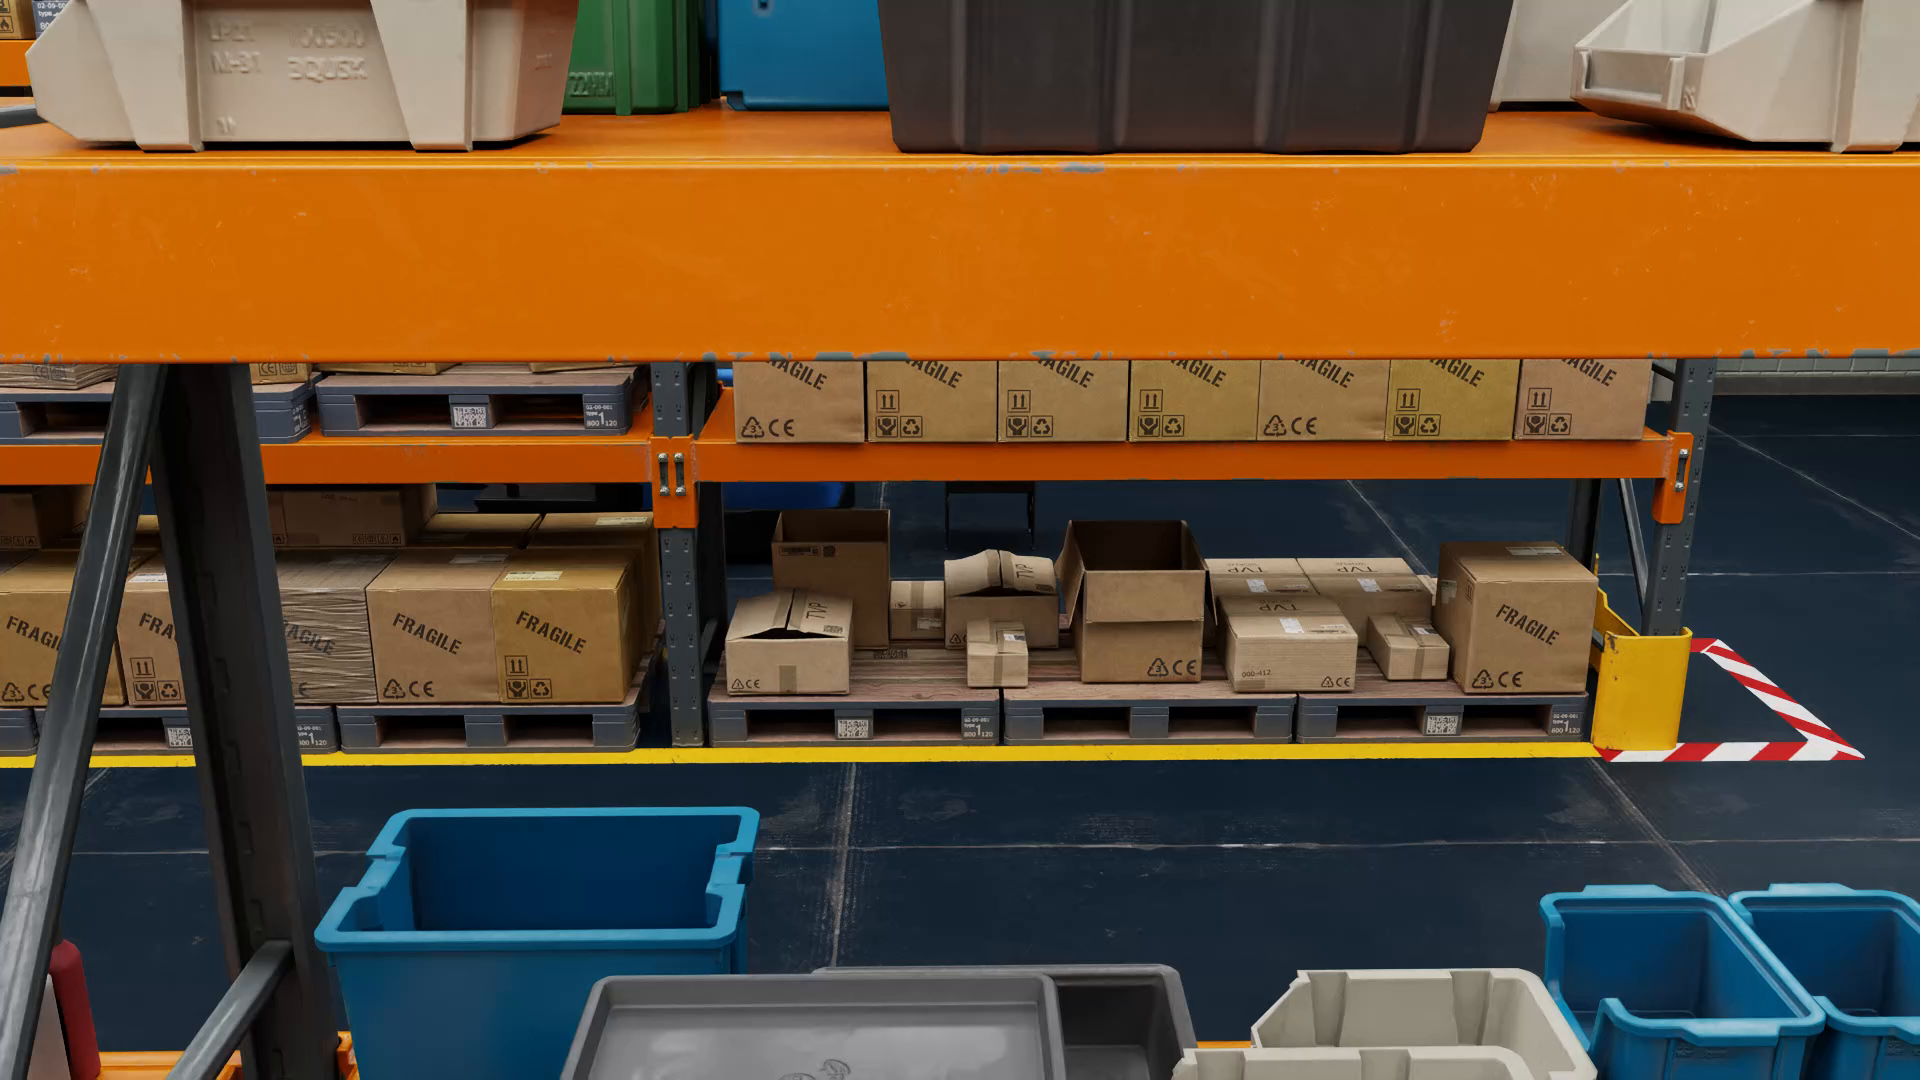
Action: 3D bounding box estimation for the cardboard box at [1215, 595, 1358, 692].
[{"bbox_3d":[1.376,0.433,7.069,0.500,0.250,0.500,0,18,-1],"label":"cardboard box"}]

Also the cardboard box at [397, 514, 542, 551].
[{"bbox_3d":[-2.154,0.194,7.405,0.500,0.500,0.500,0,18,0],"label":"cardboard box"}]

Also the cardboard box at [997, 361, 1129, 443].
[{"bbox_3d":[0.393,-0.693,6.633,0.500,0.500,0.500,0,18,-1],"label":"cardboard box"}]

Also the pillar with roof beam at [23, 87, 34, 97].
[{"bbox_3d":[-6.460,-4.014,7.329,0.400,9.000,9.100,0,18,-1],"label":"pillar with roof beam"}]

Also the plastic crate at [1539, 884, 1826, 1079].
[{"bbox_3d":[1.072,0.732,2.530,0.300,0.233,0.416,0,18,-1],"label":"plastic crate"}]

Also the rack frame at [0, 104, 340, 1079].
[{"bbox_3d":[-1.059,0.793,2.165,0.053,2.616,0.949,0,18,-1],"label":"rack frame"}]

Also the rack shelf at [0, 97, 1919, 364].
[{"bbox_3d":[0.941,-0.303,1.850,4.000,0.370,1.077,0,18,-1],"label":"rack shelf"}]

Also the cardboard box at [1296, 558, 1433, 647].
[{"bbox_3d":[1.818,0.278,7.551,0.500,0.250,0.500,0,18,-1],"label":"cardboard box"}]

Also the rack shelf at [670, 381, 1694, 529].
[{"bbox_3d":[0.866,-0.388,7.024,4.000,0.370,1.077,0,18,-1],"label":"rack shelf"}]

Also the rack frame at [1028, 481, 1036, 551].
[{"bbox_3d":[0.409,-1.002,9.233,0.015,2.100,0.400,0,18,-1],"label":"rack frame"}]

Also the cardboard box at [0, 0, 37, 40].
[{"bbox_3d":[-3.667,-2.195,6.405,0.500,0.500,0.910,0,18,-1],"label":"cardboard box"}]

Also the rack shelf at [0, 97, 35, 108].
[{"bbox_3d":[-3.059,-0.284,1.790,4.000,0.370,1.077,0,18,-1],"label":"rack shelf"}]

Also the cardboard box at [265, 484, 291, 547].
[{"bbox_3d":[-3.122,-0.162,7.286,0.500,0.250,0.500,-1,18,-2],"label":"cardboard box"}]

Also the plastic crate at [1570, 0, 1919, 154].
[{"bbox_3d":[0.879,-0.444,1.543,0.530,0.136,0.437,0,18,-1],"label":"plastic crate"}]

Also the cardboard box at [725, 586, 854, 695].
[{"bbox_3d":[-0.710,0.414,7.028,0.500,0.311,0.500,0,18,-1],"label":"cardboard box"}]

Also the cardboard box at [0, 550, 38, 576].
[{"bbox_3d":[-4.150,0.360,6.886,0.500,0.500,0.500,-1,18,-3],"label":"cardboard box"}]

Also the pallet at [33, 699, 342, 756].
[{"bbox_3d":[-3.169,0.629,7.241,1.213,0.211,1.003,0,18,-1],"label":"pallet"}]

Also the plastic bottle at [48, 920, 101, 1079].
[{"bbox_3d":[-1.432,0.719,2.586,0.133,0.283,0.061,0,18,-1],"label":"plastic bottle"}]

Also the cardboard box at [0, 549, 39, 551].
[{"bbox_3d":[-4.201,0.203,7.376,0.500,0.500,0.500,0,18,1],"label":"cardboard box"}]

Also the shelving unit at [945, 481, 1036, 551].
[{"bbox_3d":[0.166,-1.001,9.229,0.503,2.100,0.431,0,18,-1],"label":"shelving unit"}]

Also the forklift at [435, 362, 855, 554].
[{"bbox_3d":[-2.161,-1.435,9.223,3.031,2.935,1.130,1,18,2],"label":"forklift"}]

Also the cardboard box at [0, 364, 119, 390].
[{"bbox_3d":[-3.587,-0.933,6.693,0.500,0.500,0.700,3,18,10],"label":"cardboard box"}]

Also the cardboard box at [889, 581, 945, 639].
[{"bbox_3d":[-0.194,0.318,7.594,0.250,0.149,0.380,0,18,-1],"label":"cardboard box"}]

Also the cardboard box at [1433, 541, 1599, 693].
[{"bbox_3d":[2.326,0.318,7.016,0.500,0.500,0.500,0,18,-1],"label":"cardboard box"}]

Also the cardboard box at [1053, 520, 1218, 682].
[{"bbox_3d":[0.745,0.248,7.231,0.637,0.503,0.797,0,18,-1],"label":"cardboard box"}]

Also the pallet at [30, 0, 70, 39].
[{"bbox_3d":[-2.823,-2.072,6.493,1.003,0.211,1.213,0,18,-1],"label":"pallet"}]

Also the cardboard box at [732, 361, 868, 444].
[{"bbox_3d":[-0.619,-0.688,6.617,0.500,0.500,0.500,0,18,1],"label":"cardboard box"}]

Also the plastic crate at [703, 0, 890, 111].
[{"bbox_3d":[-0.154,-0.658,2.053,0.300,0.233,0.416,0,18,-1],"label":"plastic crate"}]

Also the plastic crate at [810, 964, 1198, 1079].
[{"bbox_3d":[0.056,0.807,2.473,0.590,0.125,0.437,0,18,-1],"label":"plastic crate"}]

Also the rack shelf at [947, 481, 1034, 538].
[{"bbox_3d":[0.166,-0.321,9.447,0.480,0.518,0.431,0,18,-1],"label":"rack shelf"}]

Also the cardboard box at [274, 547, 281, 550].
[{"bbox_3d":[-3.159,0.196,7.397,0.500,0.500,0.500,-1,18,-3],"label":"cardboard box"}]

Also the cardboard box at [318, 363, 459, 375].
[{"bbox_3d":[-2.297,-1.012,6.940,0.500,0.500,0.700,3,18,8],"label":"cardboard box"}]

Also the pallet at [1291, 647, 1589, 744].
[{"bbox_3d":[1.993,0.592,7.356,1.213,0.211,1.003,0,18,-1],"label":"pallet"}]

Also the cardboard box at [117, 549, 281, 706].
[{"bbox_3d":[-3.126,0.355,6.902,0.500,0.500,0.500,-1,18,-3],"label":"cardboard box"}]

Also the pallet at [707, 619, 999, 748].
[{"bbox_3d":[-0.447,0.604,7.319,1.213,0.211,1.003,0,18,-1],"label":"pallet"}]

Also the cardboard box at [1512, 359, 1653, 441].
[{"bbox_3d":[2.423,-0.702,6.663,0.500,0.500,0.500,0,18,1],"label":"cardboard box"}]

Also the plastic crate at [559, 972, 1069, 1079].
[{"bbox_3d":[-0.162,0.805,1.924,0.583,0.464,0.402,0,18,-1],"label":"plastic crate"}]

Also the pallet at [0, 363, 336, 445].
[{"bbox_3d":[-3.188,-0.621,6.887,1.213,0.211,1.003,0,18,-1],"label":"pallet"}]

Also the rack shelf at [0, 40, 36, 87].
[{"bbox_3d":[-3.133,-1.797,6.506,4.000,0.370,1.077,0,18,-1],"label":"rack shelf"}]

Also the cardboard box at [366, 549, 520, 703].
[{"bbox_3d":[-2.117,0.350,6.919,0.500,0.500,0.500,0,18,-1],"label":"cardboard box"}]

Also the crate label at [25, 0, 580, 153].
[{"bbox_3d":[-0.565,-0.425,1.482,0.466,0.136,0.293,0,18,-1],"label":"crate label"}]

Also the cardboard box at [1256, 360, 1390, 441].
[{"bbox_3d":[1.405,-0.698,6.650,0.500,0.500,0.500,0,18,0],"label":"cardboard box"}]
